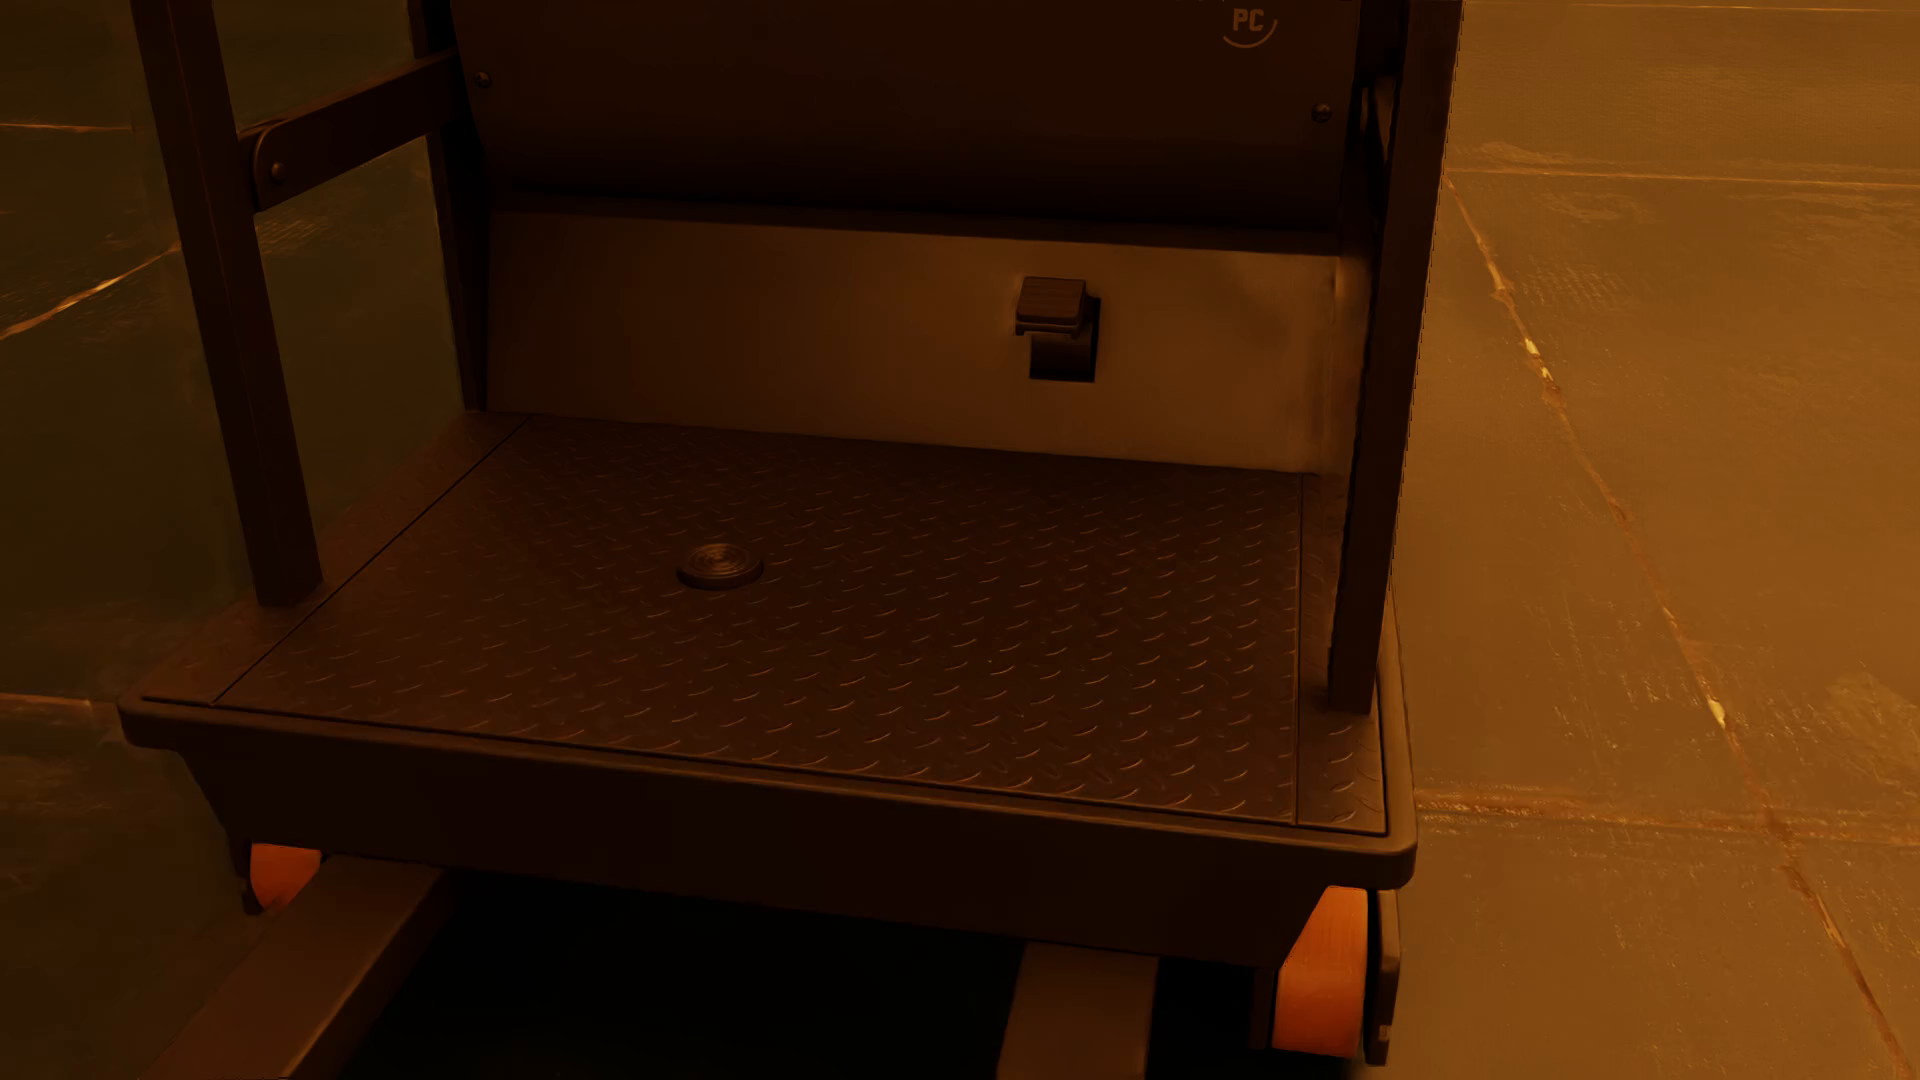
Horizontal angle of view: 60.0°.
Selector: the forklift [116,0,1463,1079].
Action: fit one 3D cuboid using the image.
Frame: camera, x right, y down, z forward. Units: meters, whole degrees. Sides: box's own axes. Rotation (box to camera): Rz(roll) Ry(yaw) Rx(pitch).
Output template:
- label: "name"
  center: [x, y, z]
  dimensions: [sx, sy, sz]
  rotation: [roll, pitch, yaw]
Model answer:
- label: "forklift"
  center: [-0.105, -1.012, 1.246]
  dimensions: [1.130, 2.935, 3.031]
  rotation: [5, 27, 10]
